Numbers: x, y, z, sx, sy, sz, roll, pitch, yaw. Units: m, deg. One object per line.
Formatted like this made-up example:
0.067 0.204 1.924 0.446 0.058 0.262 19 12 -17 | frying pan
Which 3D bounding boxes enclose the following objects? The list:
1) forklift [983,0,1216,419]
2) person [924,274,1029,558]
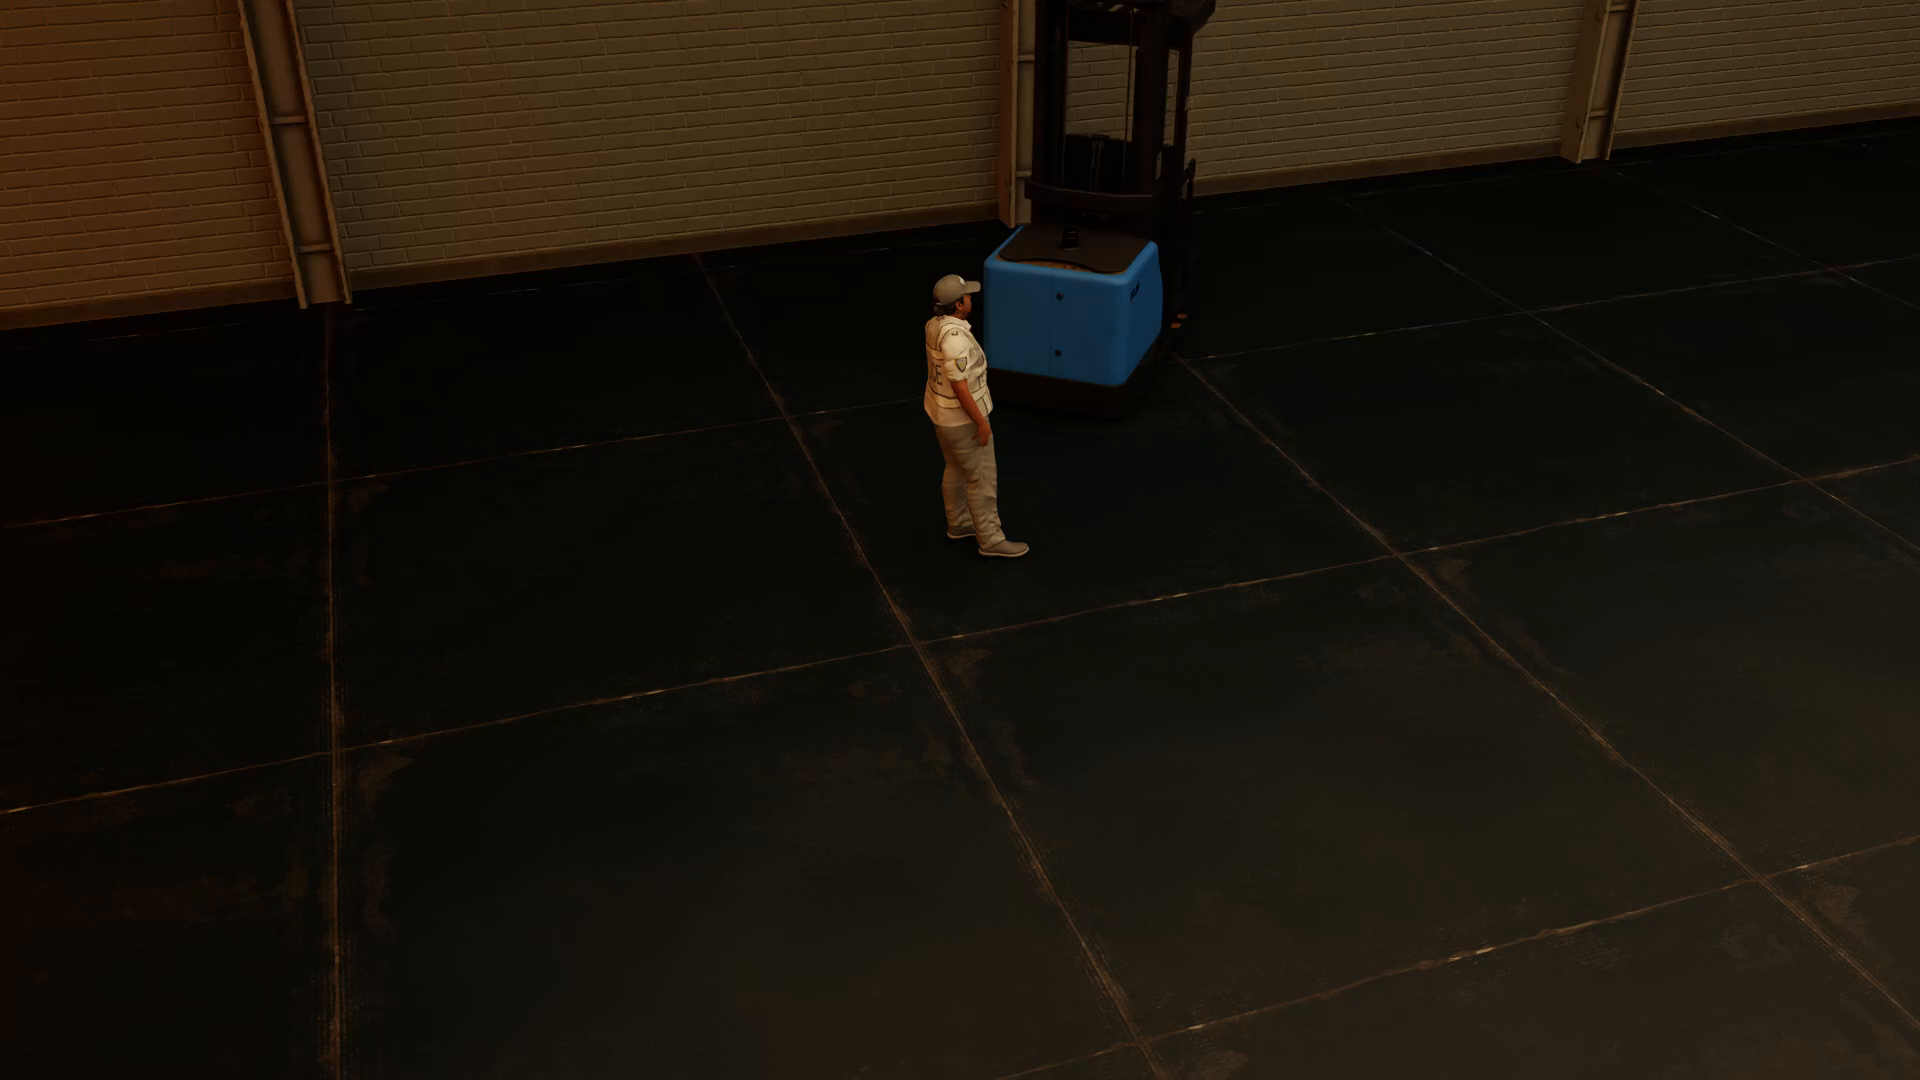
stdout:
1.136 -2.815 11.980 1.130 2.935 3.031 11 32 18 | forklift
0.080 -0.729 9.609 0.529 1.670 0.598 -10 31 -16 | person
